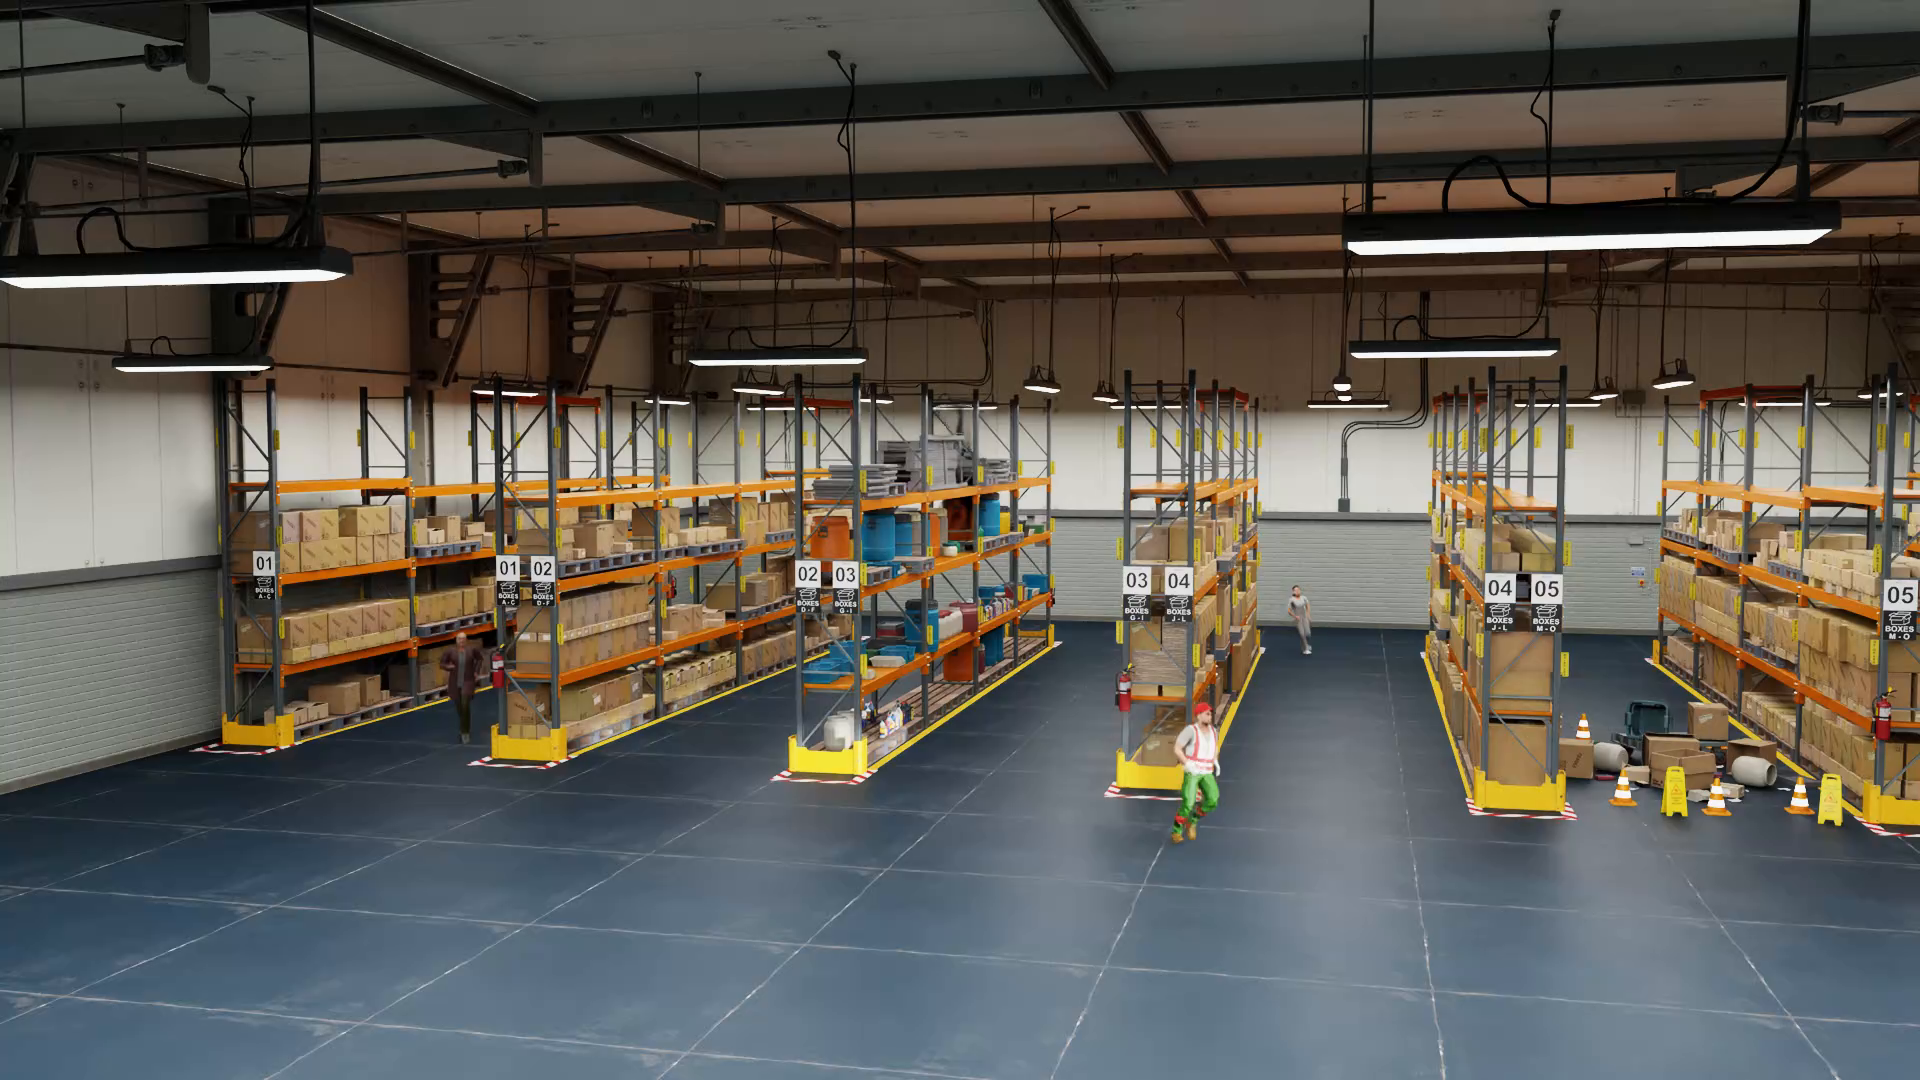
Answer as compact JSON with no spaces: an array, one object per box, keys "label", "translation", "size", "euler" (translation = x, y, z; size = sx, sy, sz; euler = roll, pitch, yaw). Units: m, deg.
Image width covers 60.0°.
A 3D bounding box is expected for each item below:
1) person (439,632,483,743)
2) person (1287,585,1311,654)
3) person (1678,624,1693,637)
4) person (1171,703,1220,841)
[{"label":"person","translation":[-8.350,2.458,27.813],"size":[0.668,1.855,0.861],"euler":[0,3,-7]},{"label":"person","translation":[7.950,1.862,38.873],"size":[0.618,1.606,0.527],"euler":[0,3,-3]},{"label":"person","translation":[17.500,1.749,39.836],"size":[0.572,1.723,0.694],"euler":[0,3,-2]},{"label":"person","translation":[2.999,2.888,20.676],"size":[0.718,1.720,0.565],"euler":[-2,4,-26]}]
